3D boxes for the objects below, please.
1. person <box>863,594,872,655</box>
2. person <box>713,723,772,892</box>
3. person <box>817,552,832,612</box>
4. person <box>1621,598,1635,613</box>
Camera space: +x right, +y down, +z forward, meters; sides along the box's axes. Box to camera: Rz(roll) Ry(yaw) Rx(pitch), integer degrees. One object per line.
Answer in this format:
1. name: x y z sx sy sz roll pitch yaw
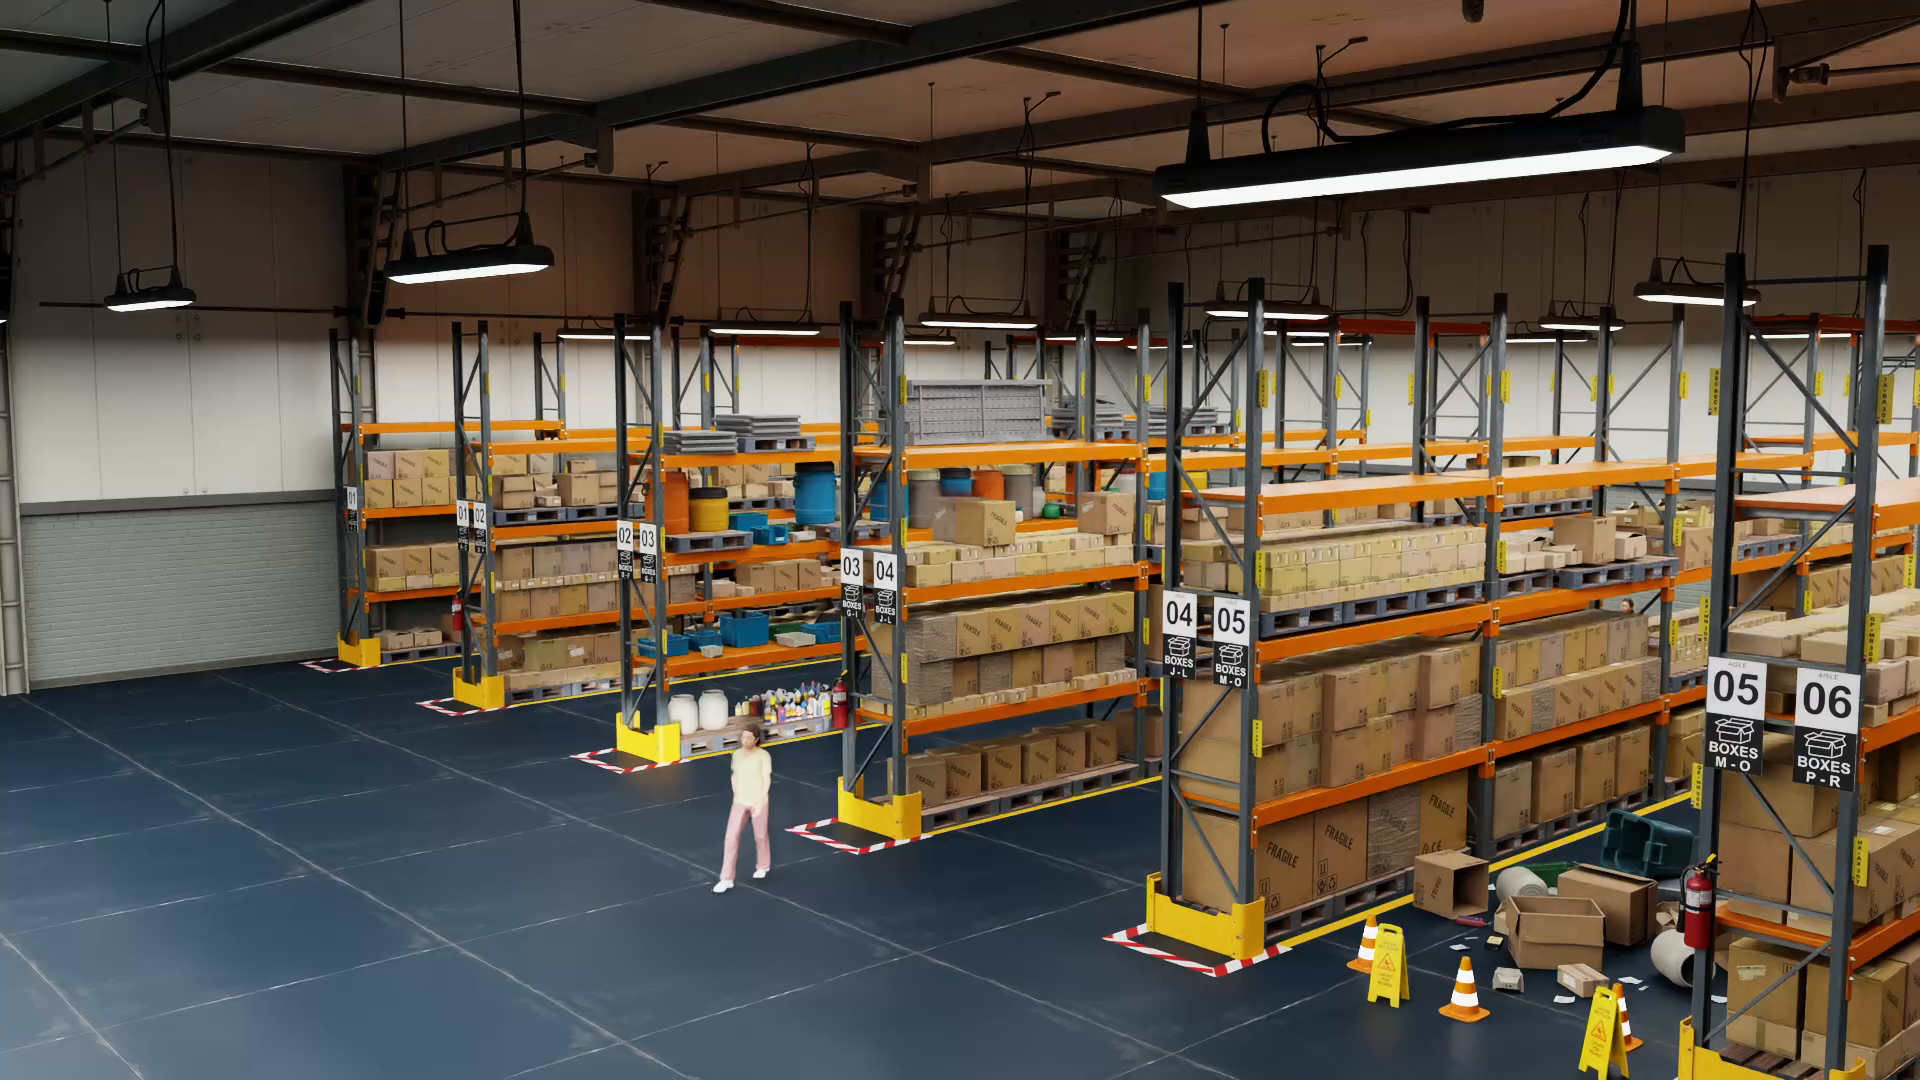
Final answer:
1. person: -1.630 1.567 28.303 0.512 1.579 1.059 4 7 33
2. person: -2.150 2.685 16.811 0.482 1.612 0.874 1 6 10
3. person: -2.828 0.930 33.953 0.581 1.777 0.634 -1 6 -12
4. person: 10.593 1.740 26.534 0.494 1.592 1.082 6 8 45
